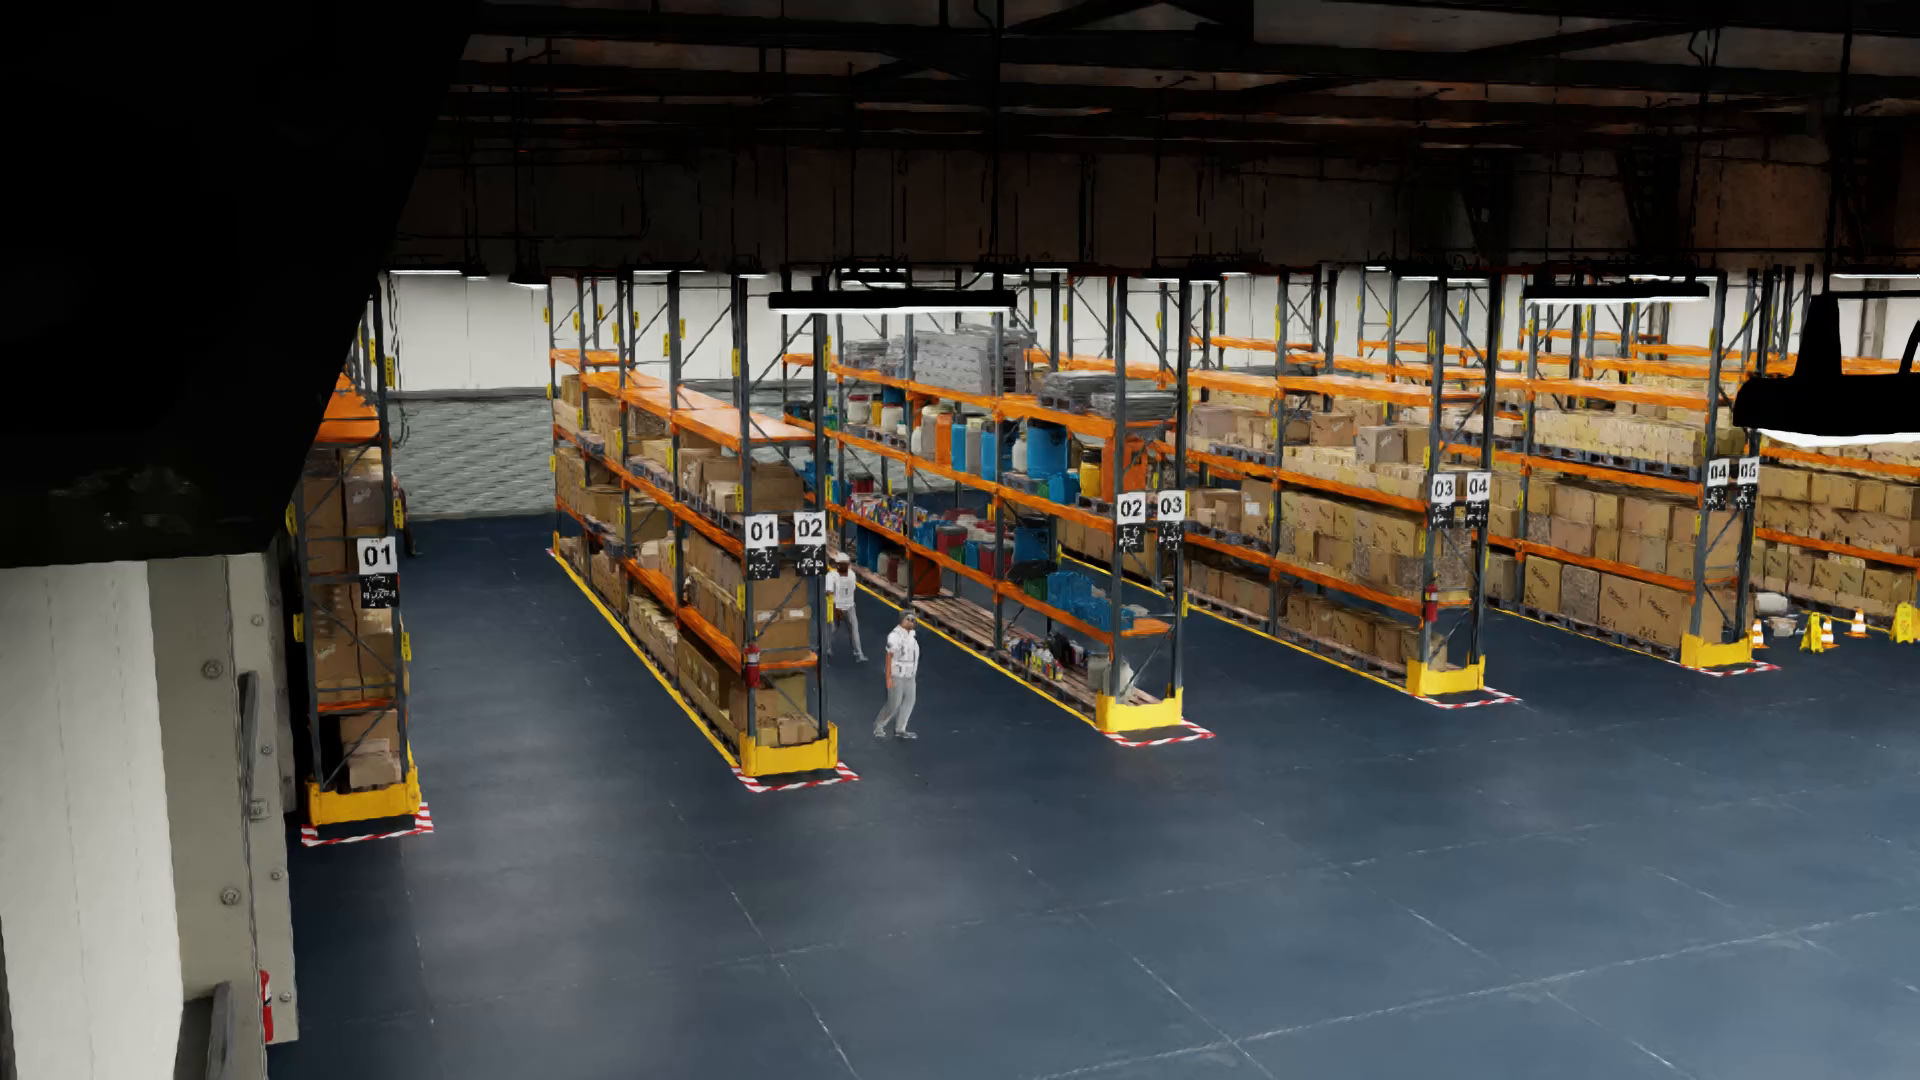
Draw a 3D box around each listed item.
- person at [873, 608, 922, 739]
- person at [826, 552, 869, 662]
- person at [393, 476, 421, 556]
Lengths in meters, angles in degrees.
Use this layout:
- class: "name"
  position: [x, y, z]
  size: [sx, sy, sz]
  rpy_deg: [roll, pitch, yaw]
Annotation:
- class: "person"
  position: [-0.839, 1.732, 21.707]
  size: [0.577, 1.745, 0.593]
  rpy_deg: [6, 12, 32]
- class: "person"
  position: [-1.826, 1.032, 25.756]
  size: [0.569, 1.709, 1.035]
  rpy_deg: [-6, 11, -30]
- class: "person"
  position: [-11.712, -0.484, 34.420]
  size: [0.726, 1.722, 0.840]
  rpy_deg: [-9, 13, -41]
